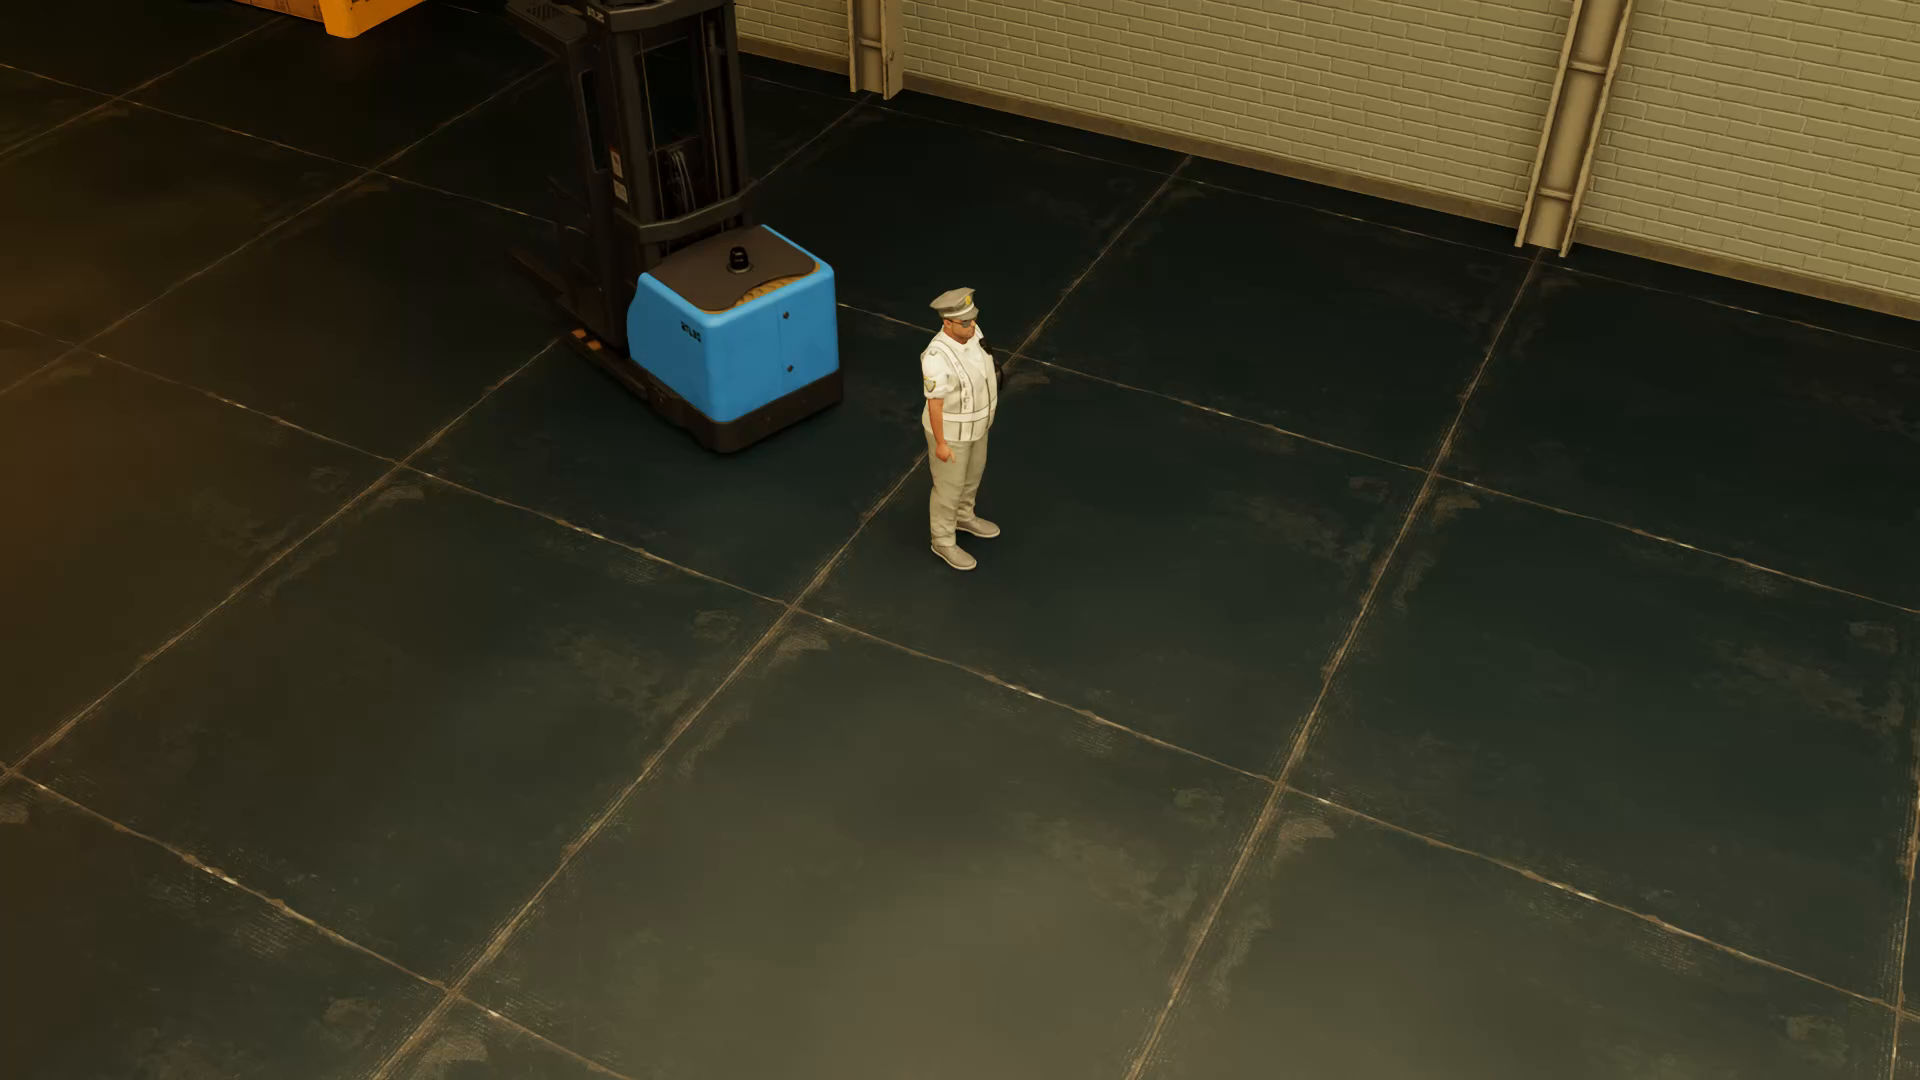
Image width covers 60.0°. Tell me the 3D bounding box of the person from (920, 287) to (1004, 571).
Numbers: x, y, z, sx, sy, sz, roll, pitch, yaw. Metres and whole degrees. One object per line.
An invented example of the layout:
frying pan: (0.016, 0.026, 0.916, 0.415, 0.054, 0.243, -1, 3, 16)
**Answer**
person: (0.008, -0.677, 9.695, 0.407, 1.770, 0.526, 18, 43, 21)

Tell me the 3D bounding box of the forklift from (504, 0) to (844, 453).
forklift: (-2.146, -2.556, 11.021, 1.130, 2.935, 3.031, -30, 48, -30)
